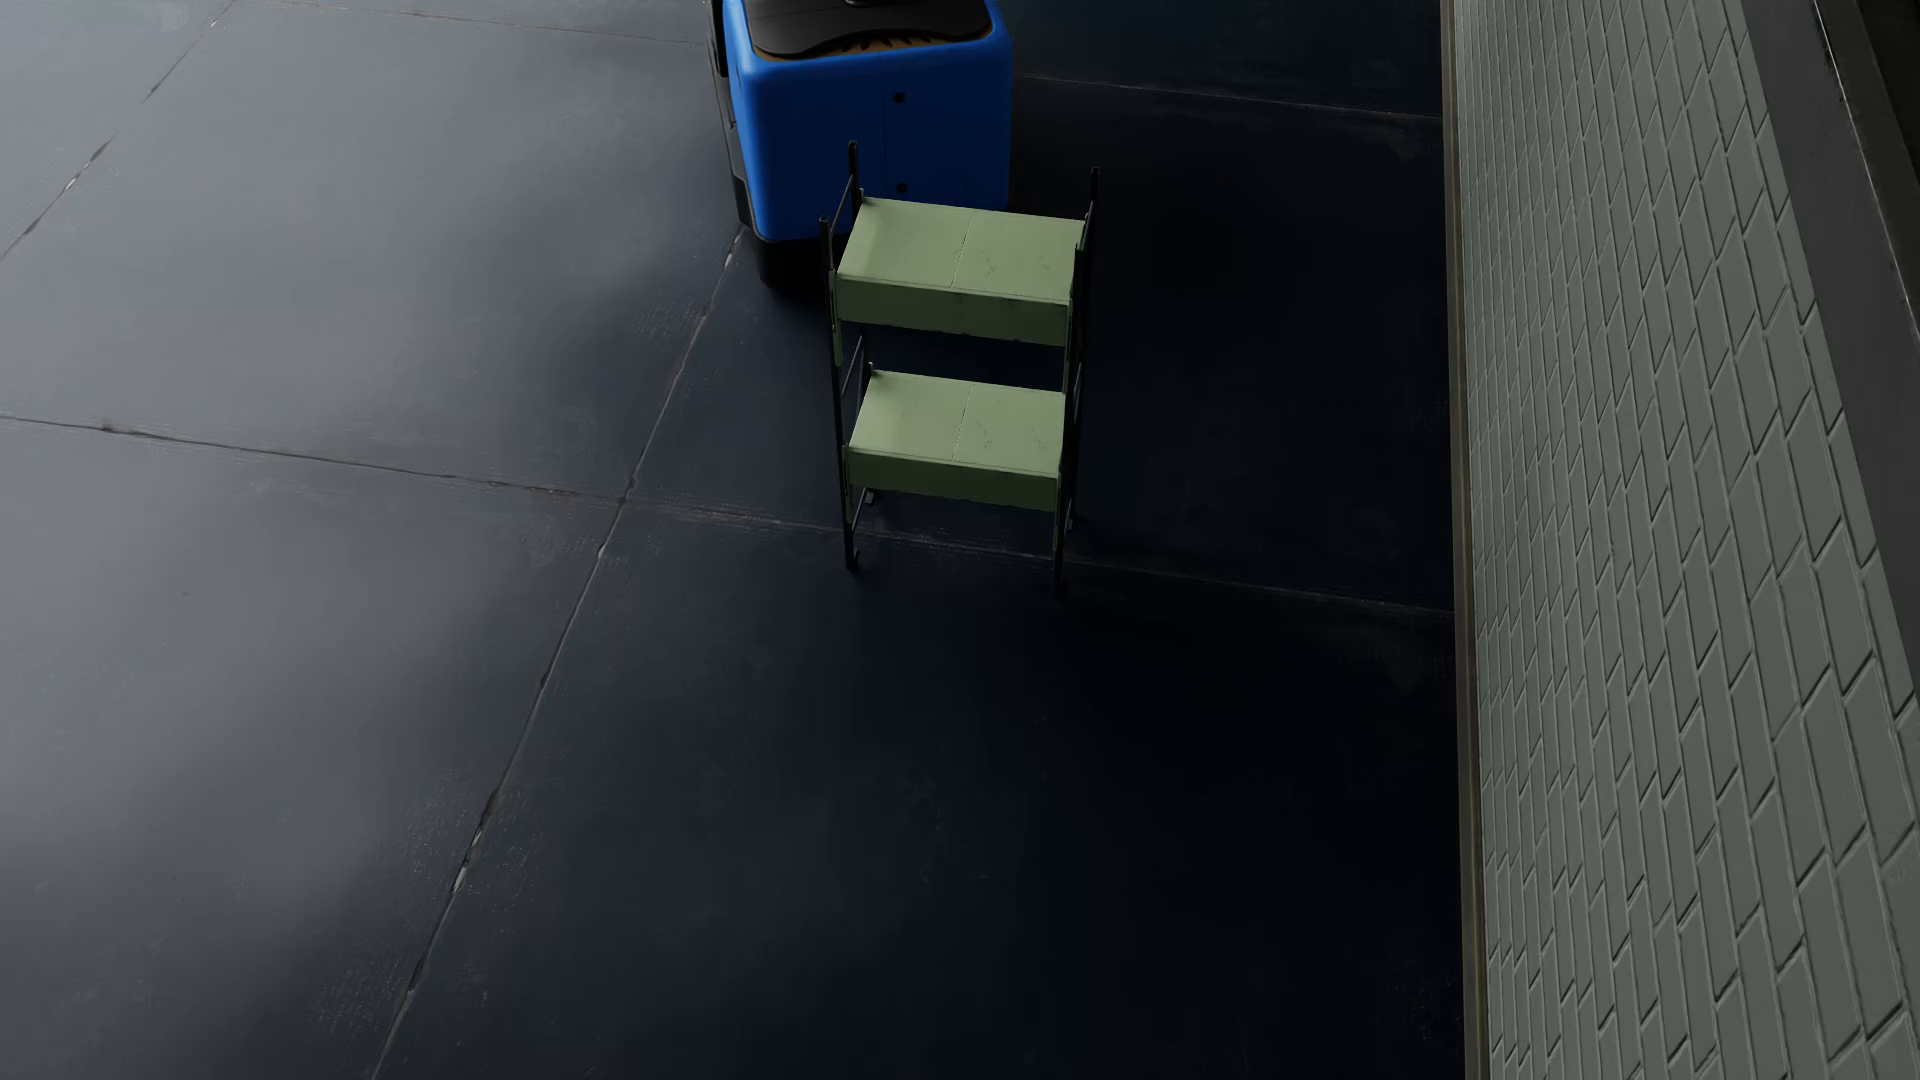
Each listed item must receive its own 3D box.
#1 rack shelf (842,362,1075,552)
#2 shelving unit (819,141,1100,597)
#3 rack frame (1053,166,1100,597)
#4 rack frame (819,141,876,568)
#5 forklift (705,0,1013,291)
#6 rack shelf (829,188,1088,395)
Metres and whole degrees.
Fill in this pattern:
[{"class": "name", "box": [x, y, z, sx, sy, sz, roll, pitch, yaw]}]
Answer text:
[{"class": "rack shelf", "box": [0.007, -0.283, 5.611, 0.720, 0.370, 0.431, 8, 49, 7]}, {"class": "shelving unit", "box": [0.007, -0.500, 5.368, 0.755, 1.500, 0.431, 8, 49, 7]}, {"class": "rack frame", "box": [0.367, -0.452, 5.325, 0.023, 1.500, 0.400, 8, 49, 7]}, {"class": "rack frame", "box": [-0.354, -0.549, 5.412, 0.023, 1.500, 0.400, 8, 49, 7]}, {"class": "forklift", "box": [-0.585, -3.108, 6.749, 1.130, 2.935, 3.031, -9, 49, -8]}, {"class": "rack shelf", "box": [0.007, -0.761, 5.078, 0.720, 0.370, 0.431, 8, 49, 7]}]
